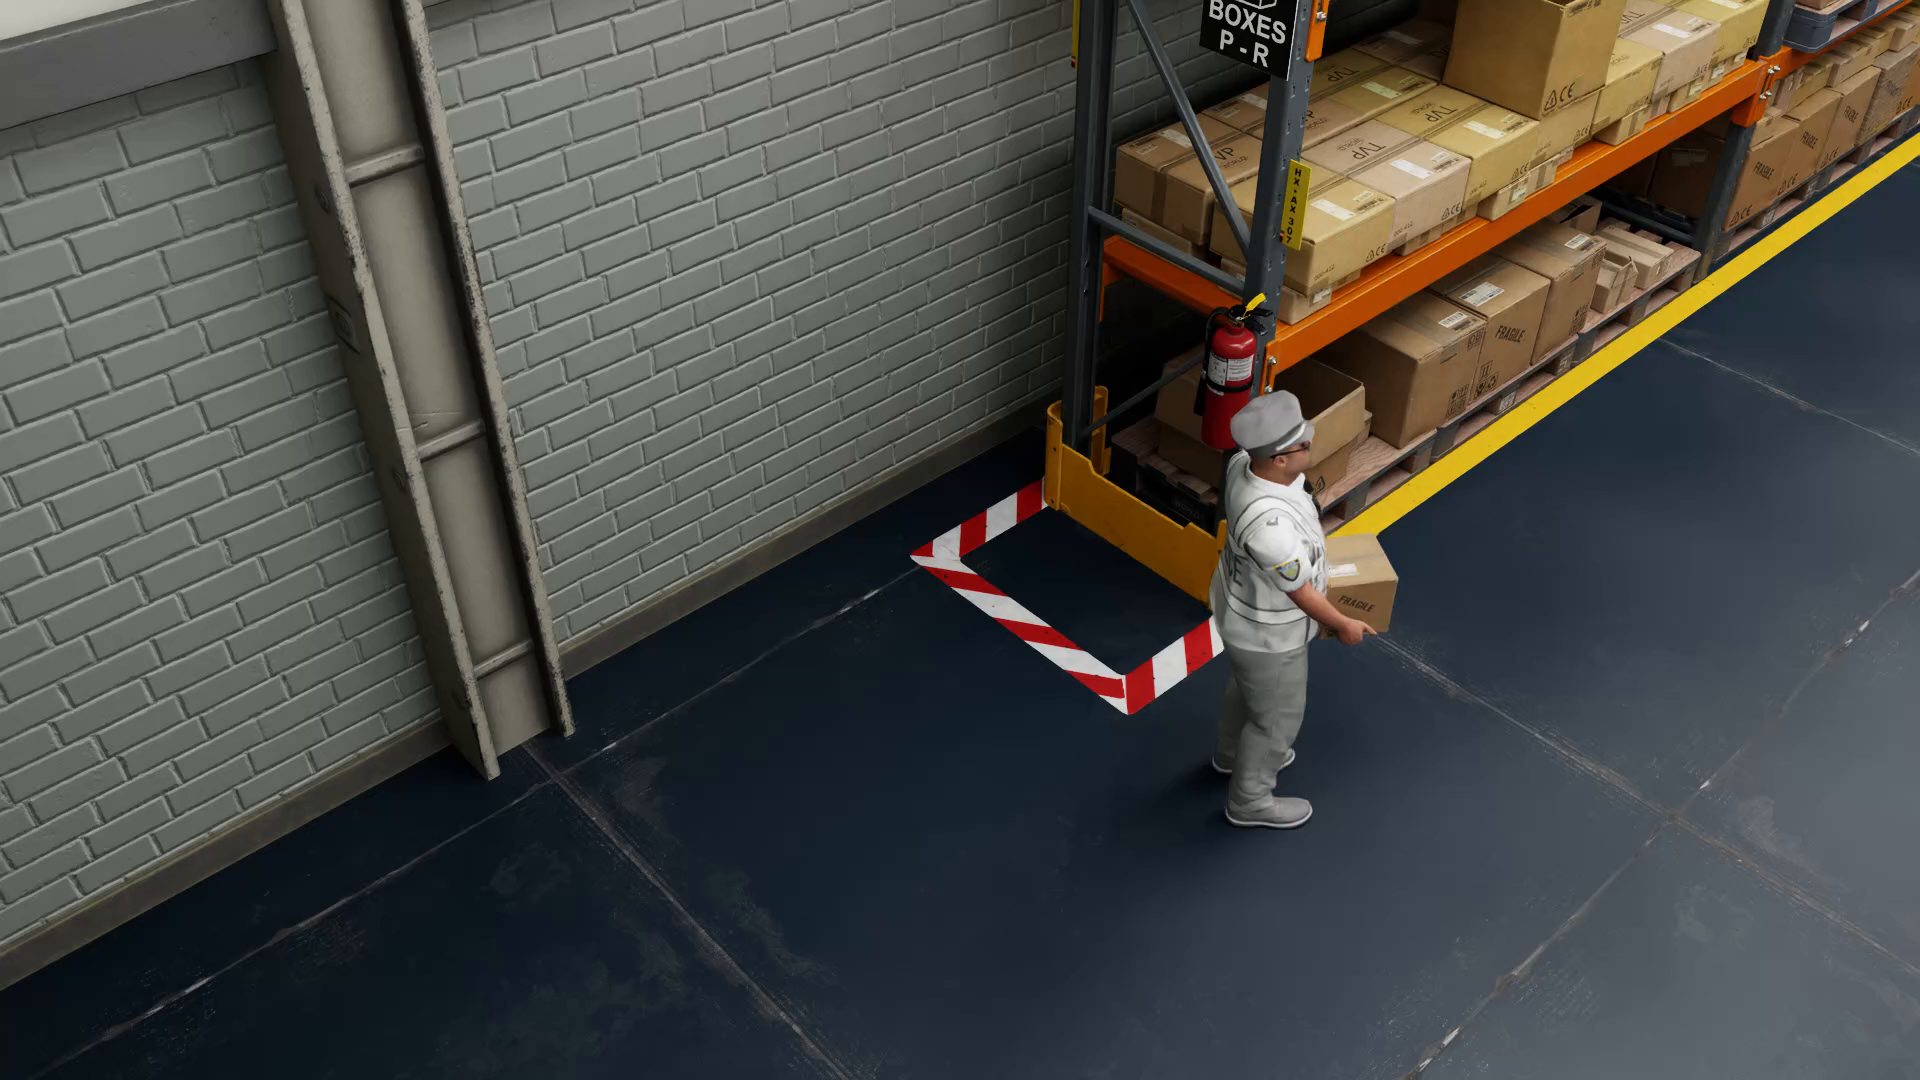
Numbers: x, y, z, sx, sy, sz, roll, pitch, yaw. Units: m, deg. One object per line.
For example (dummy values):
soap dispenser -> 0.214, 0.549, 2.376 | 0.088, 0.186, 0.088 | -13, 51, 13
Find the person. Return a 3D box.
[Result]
person -> 1.149, 0.252, 5.828 | 0.555, 1.770, 0.503 | -1, 40, -1
